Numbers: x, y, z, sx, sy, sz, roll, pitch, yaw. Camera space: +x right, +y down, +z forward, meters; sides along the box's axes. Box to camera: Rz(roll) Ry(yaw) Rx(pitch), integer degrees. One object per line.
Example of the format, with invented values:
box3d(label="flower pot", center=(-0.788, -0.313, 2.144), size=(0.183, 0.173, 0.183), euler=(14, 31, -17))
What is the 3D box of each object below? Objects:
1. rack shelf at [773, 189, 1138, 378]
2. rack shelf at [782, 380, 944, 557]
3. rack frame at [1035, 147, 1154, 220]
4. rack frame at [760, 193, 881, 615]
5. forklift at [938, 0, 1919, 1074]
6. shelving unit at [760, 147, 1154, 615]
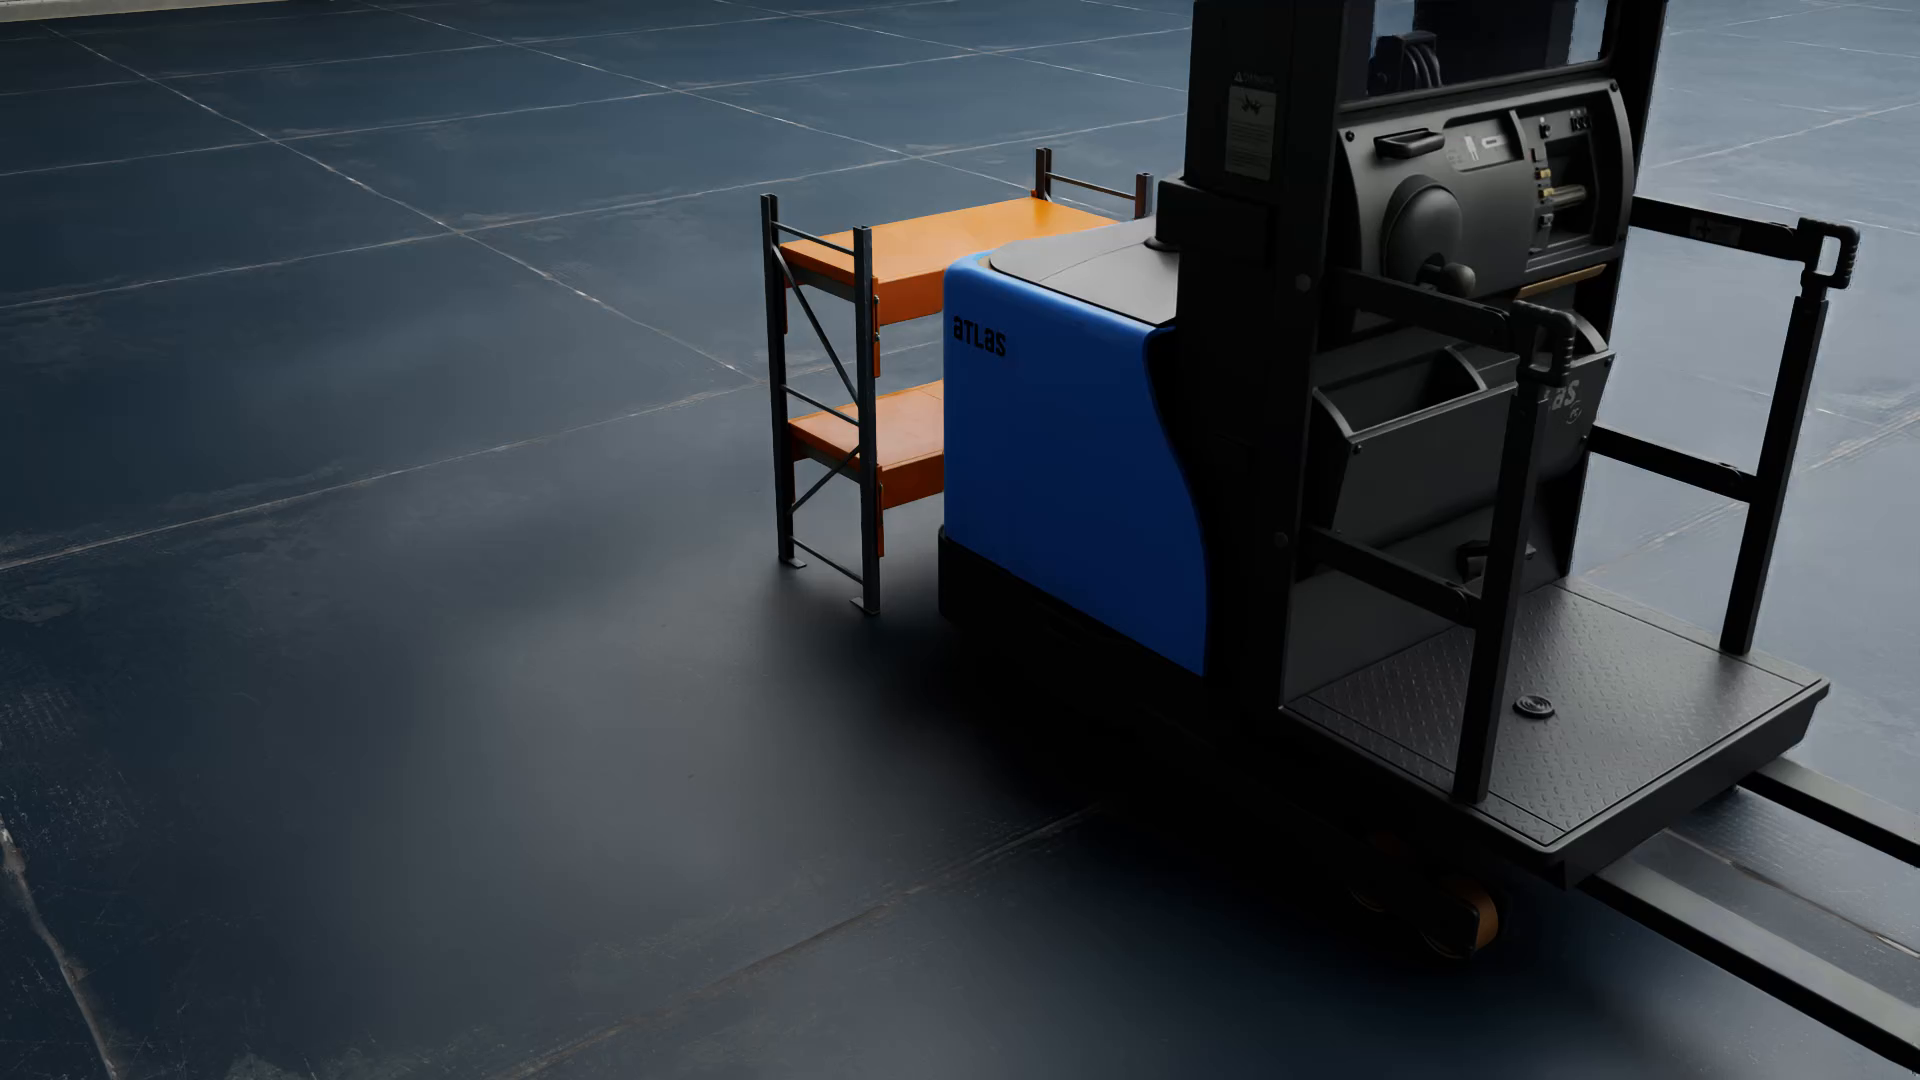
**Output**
box3d(label="rack shelf", center=(0.005, -0.777, 4.894), size=(1.000, 0.278, 0.538), euler=(-18, 31, -34))
box3d(label="rack shelf", center=(0.005, -0.290, 5.120), size=(1.000, 0.278, 0.538), euler=(-18, 31, -34))
box3d(label="rack frame", center=(0.405, -0.644, 5.302), size=(0.032, 1.125, 0.500), euler=(-18, 31, -34))
box3d(label="rack frame", center=(-0.395, -0.380, 4.732), size=(0.032, 1.125, 0.500), euler=(-18, 31, -34))
box3d(label="forklift", center=(1.239, -0.710, 3.299), size=(1.130, 2.935, 3.031), euler=(-18, 30, -34))
box3d(label="shelving unit", center=(0.005, -0.512, 5.017), size=(1.048, 1.125, 0.538), euler=(-18, 31, -34))
